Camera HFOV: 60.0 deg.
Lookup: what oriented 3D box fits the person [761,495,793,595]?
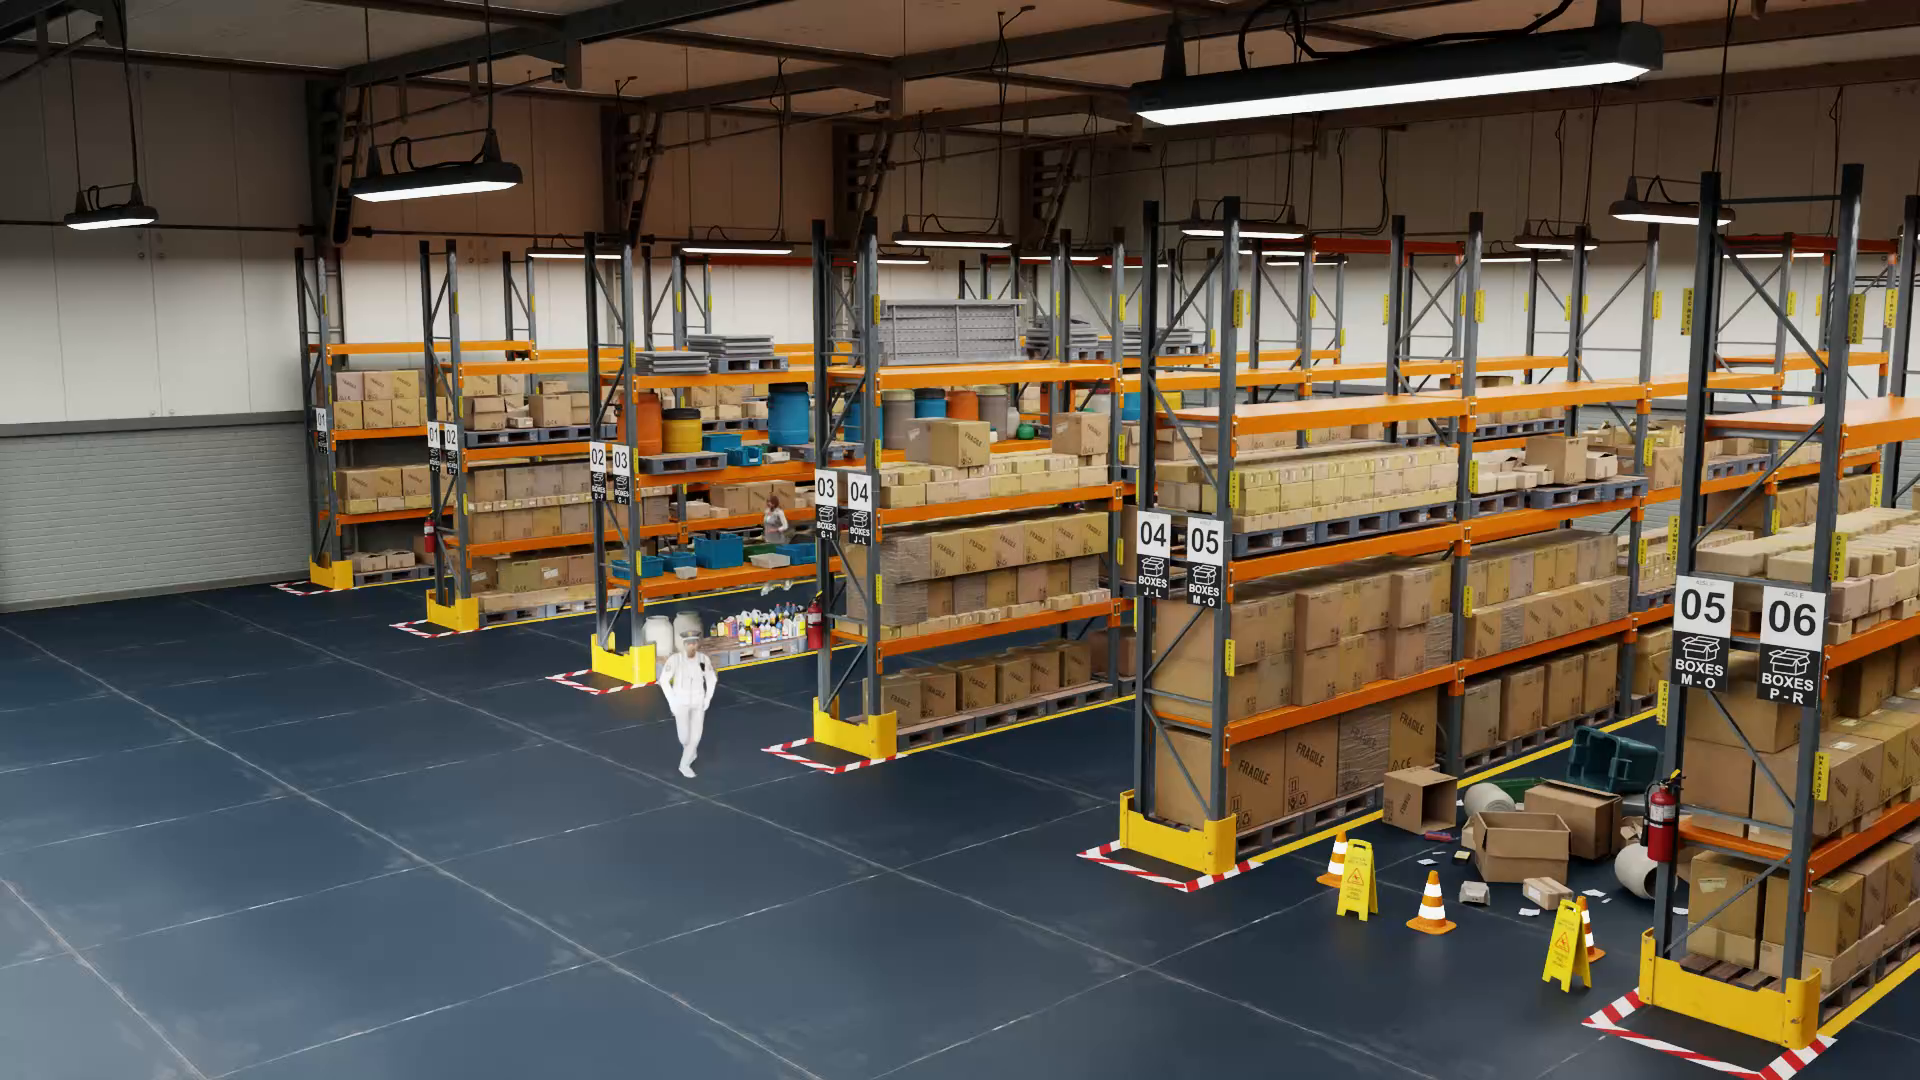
[{"bbox_3d":[-3.046,0.058,27.444,0.564,1.635,0.714,6,10,34],"label":"person"}]

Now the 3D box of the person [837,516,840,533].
[{"bbox_3d":[-2.688,-0.742,35.048,0.613,1.591,0.930,4,9,27],"label":"person"}]

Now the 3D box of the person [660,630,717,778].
[{"bbox_3d":[-2.942,1.741,18.024,0.618,1.627,0.522,-2,9,-16],"label":"person"}]
